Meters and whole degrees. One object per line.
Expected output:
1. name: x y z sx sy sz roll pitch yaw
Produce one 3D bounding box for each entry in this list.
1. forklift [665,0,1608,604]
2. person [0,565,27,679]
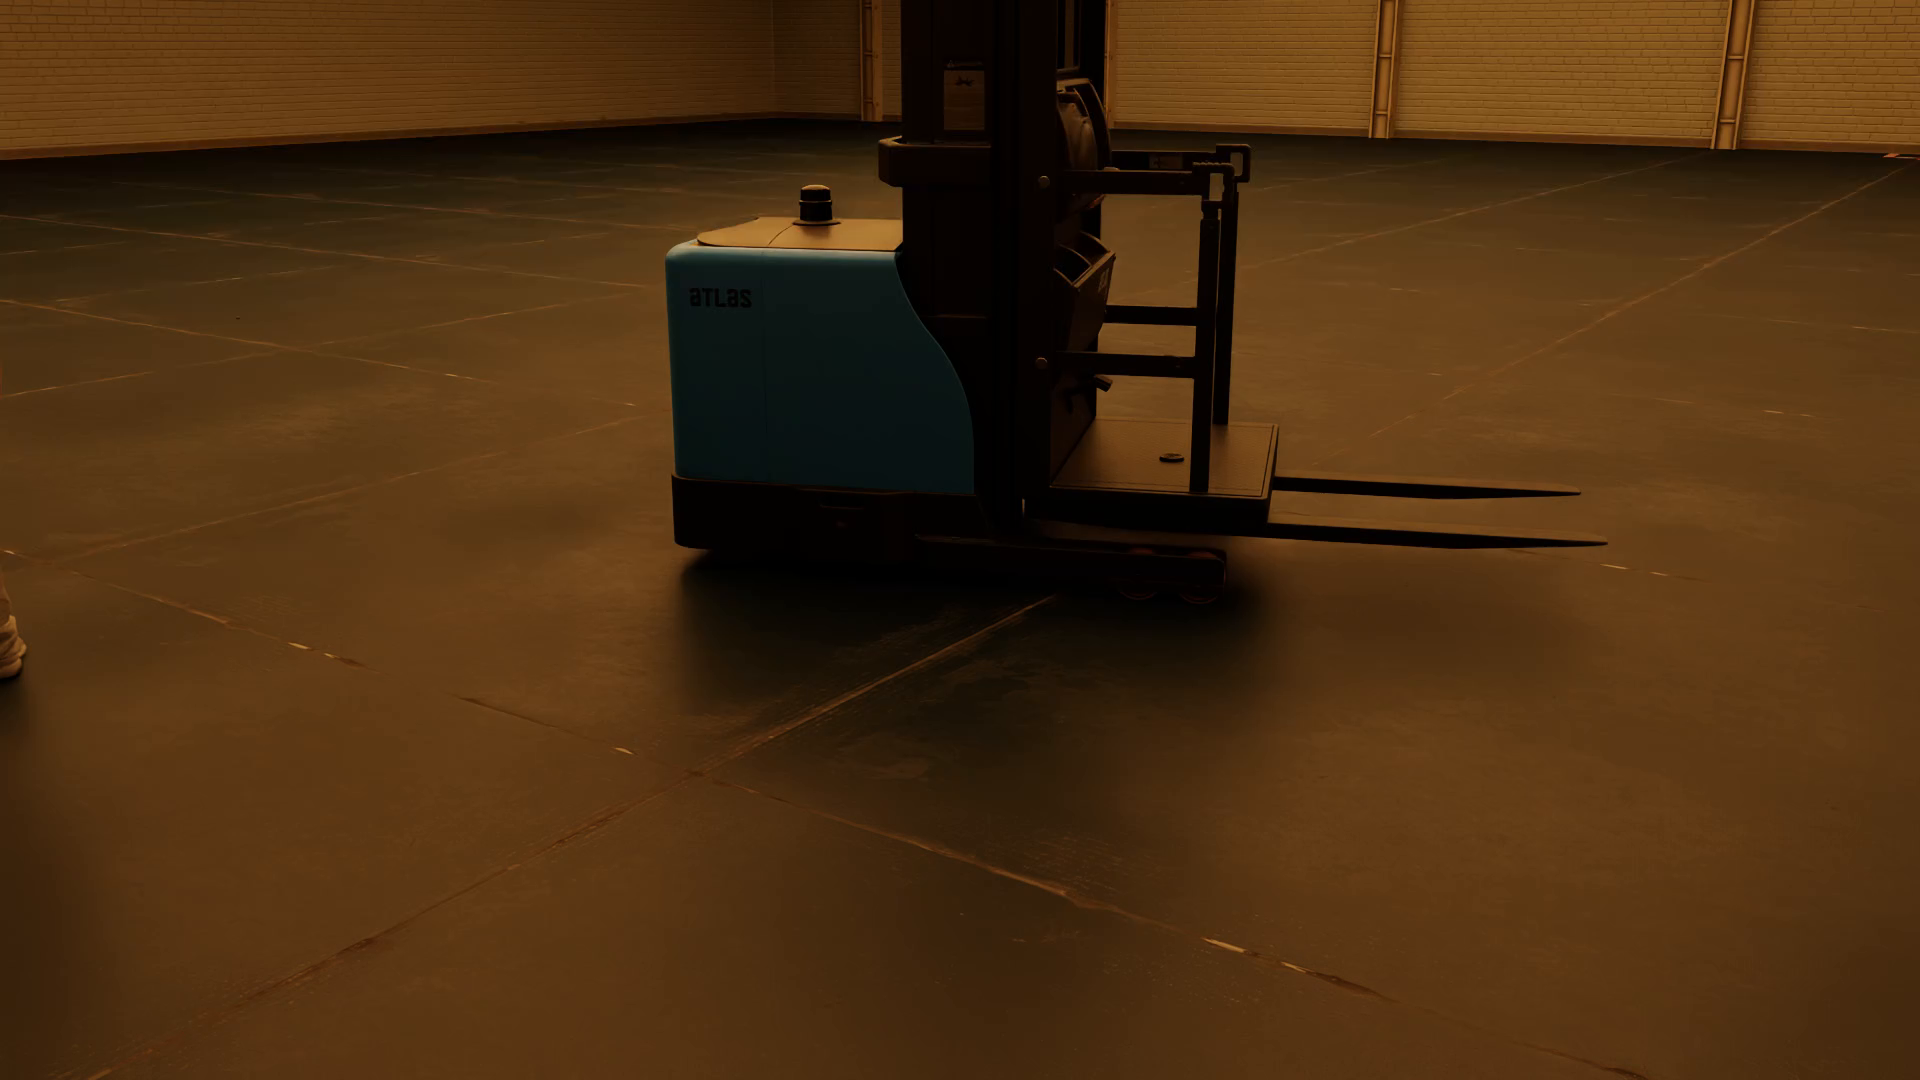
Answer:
1. forklift: 0.595 -1.367 5.404 3.031 2.935 1.130 4 17 12
2. person: -2.834 -0.425 4.253 0.629 1.775 0.569 -13 21 -37
